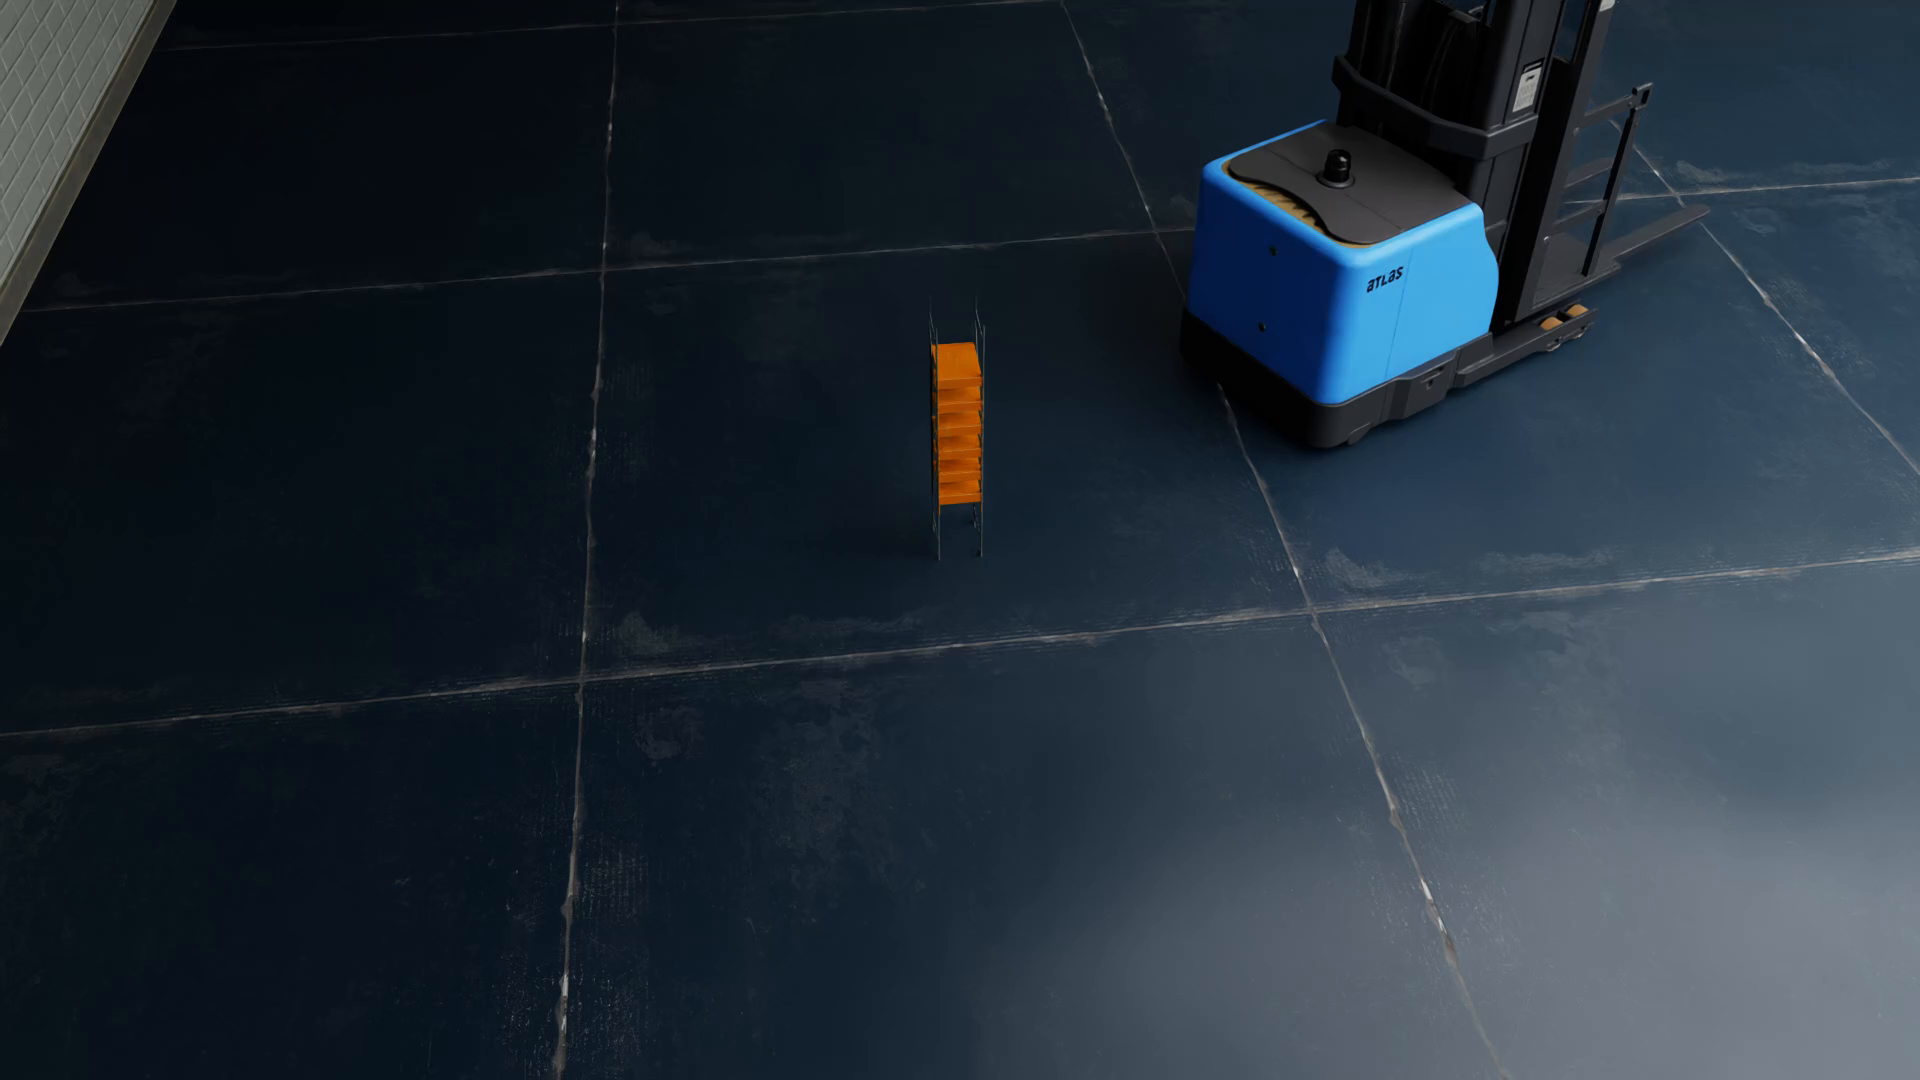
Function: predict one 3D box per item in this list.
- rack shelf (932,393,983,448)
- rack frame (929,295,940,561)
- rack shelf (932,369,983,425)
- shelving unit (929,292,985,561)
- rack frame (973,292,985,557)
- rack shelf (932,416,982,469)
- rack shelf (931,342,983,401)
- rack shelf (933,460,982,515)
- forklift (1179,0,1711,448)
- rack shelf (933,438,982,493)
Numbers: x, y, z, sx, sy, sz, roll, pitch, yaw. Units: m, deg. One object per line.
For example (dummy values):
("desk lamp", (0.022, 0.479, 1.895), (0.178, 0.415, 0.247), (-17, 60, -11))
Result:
("rack shelf", (-0.014, -0.500, 6.796), (0.180, 0.103, 0.258), (-5, 42, -6))
("rack frame", (-0.105, -0.436, 6.838), (0.006, 1.200, 0.240), (-5, 42, -6))
("rack shelf", (-0.014, -0.589, 6.716), (0.180, 0.103, 0.258), (-5, 42, -6))
("shelving unit", (-0.014, -0.444, 6.847), (0.189, 1.200, 0.258), (-5, 42, -6))
("rack frame", (0.076, -0.452, 6.856), (0.006, 1.200, 0.240), (-5, 42, -6))
("rack shelf", (-0.014, -0.411, 6.876), (0.180, 0.103, 0.258), (-5, 42, -6))
("rack shelf", (-0.014, -0.679, 6.635), (0.180, 0.103, 0.258), (-5, 42, -6))
("rack shelf", (-0.014, -0.233, 7.037), (0.180, 0.103, 0.258), (-5, 42, -6))
("forklift", (2.580, -2.296, 7.607), (3.031, 2.935, 1.130), (-25, 48, -25))
("rack shelf", (-0.014, -0.322, 6.957), (0.180, 0.103, 0.258), (-5, 42, -6))
